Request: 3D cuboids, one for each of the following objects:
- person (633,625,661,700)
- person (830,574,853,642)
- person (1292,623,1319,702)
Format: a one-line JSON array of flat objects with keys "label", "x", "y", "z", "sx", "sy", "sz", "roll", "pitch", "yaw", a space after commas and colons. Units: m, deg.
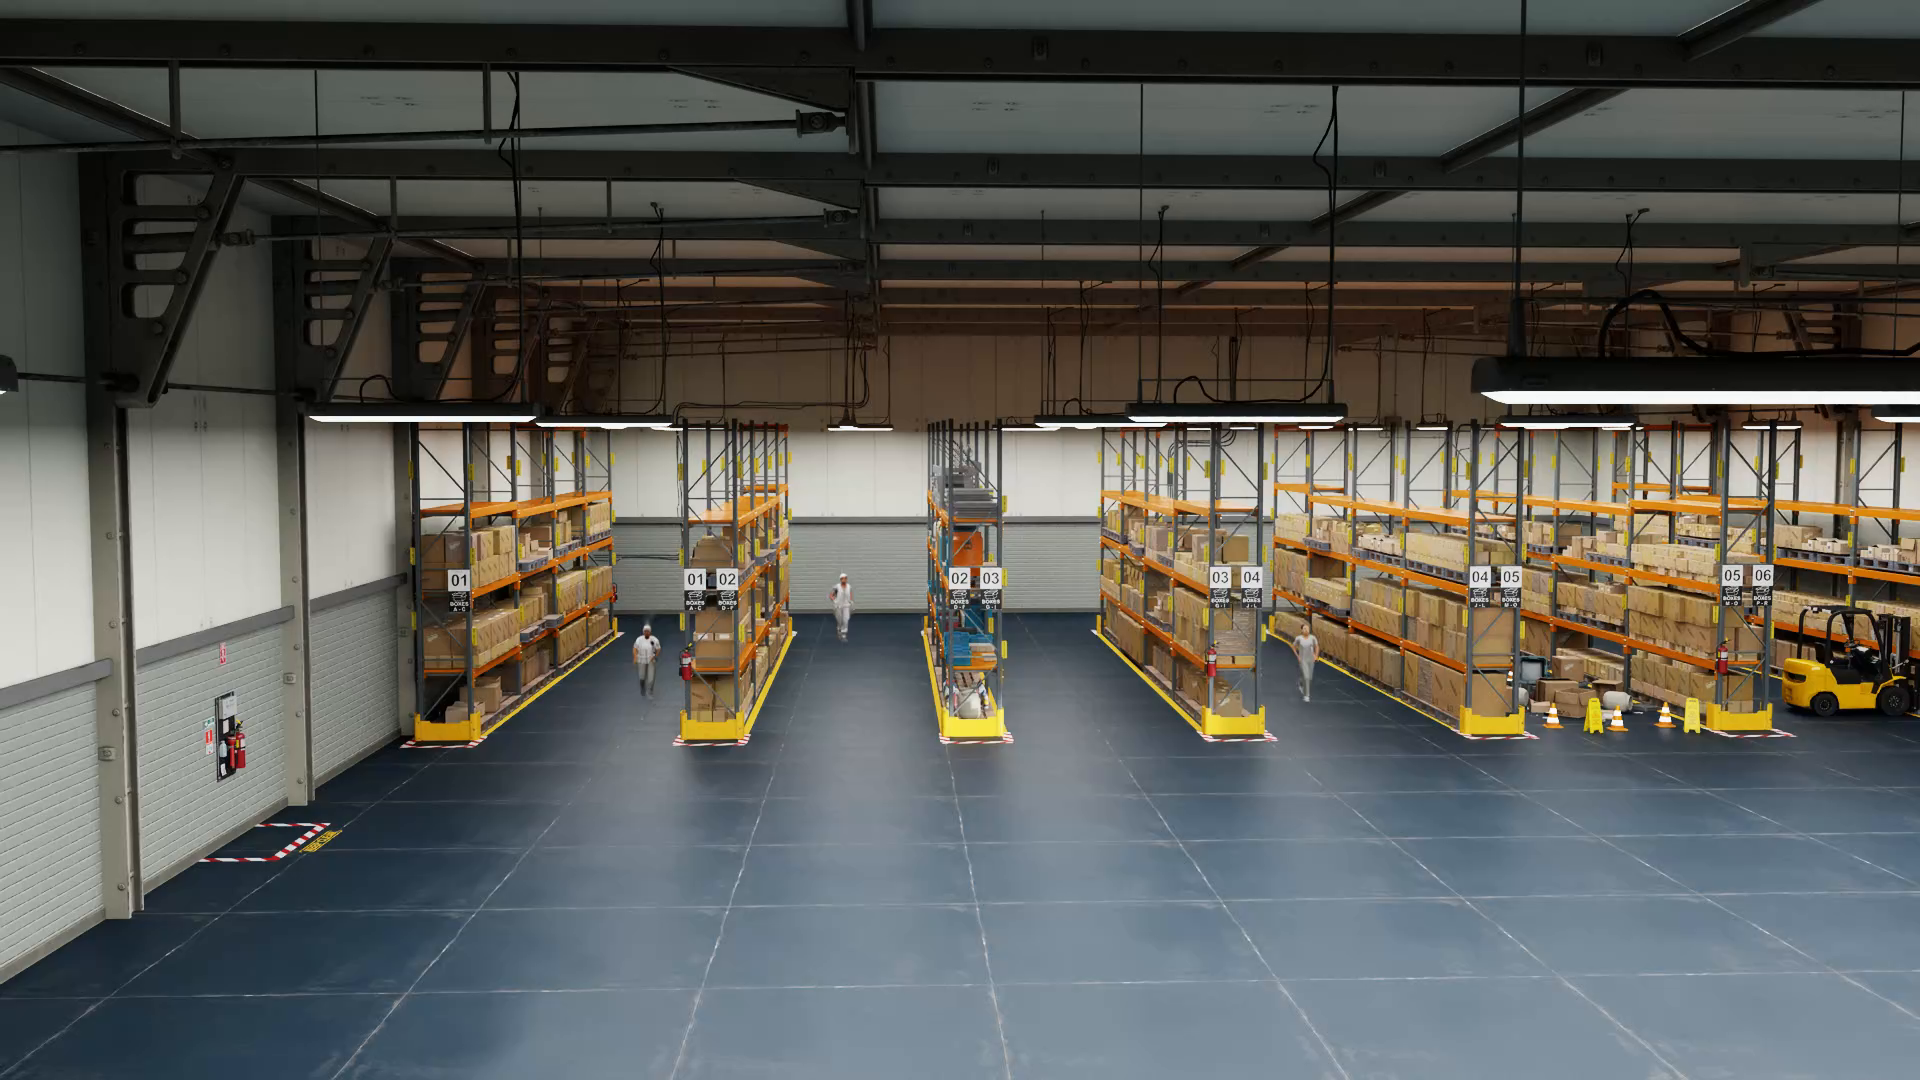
[{"label": "person", "x": -6.711, "y": 2.635, "z": 35.618, "sx": 0.592, "sy": 1.616, "sz": 0.580, "roll": -1, "pitch": 4, "yaw": -8}, {"label": "person", "x": -3.075, "y": 1.772, "z": 43.512, "sx": 0.649, "sy": 1.780, "sz": 0.673, "roll": -1, "pitch": 4, "yaw": -17}, {"label": "person", "x": 7.432, "y": 2.613, "z": 35.831, "sx": 0.570, "sy": 1.669, "sz": 0.711, "roll": 0, "pitch": 4, "yaw": -4}]
